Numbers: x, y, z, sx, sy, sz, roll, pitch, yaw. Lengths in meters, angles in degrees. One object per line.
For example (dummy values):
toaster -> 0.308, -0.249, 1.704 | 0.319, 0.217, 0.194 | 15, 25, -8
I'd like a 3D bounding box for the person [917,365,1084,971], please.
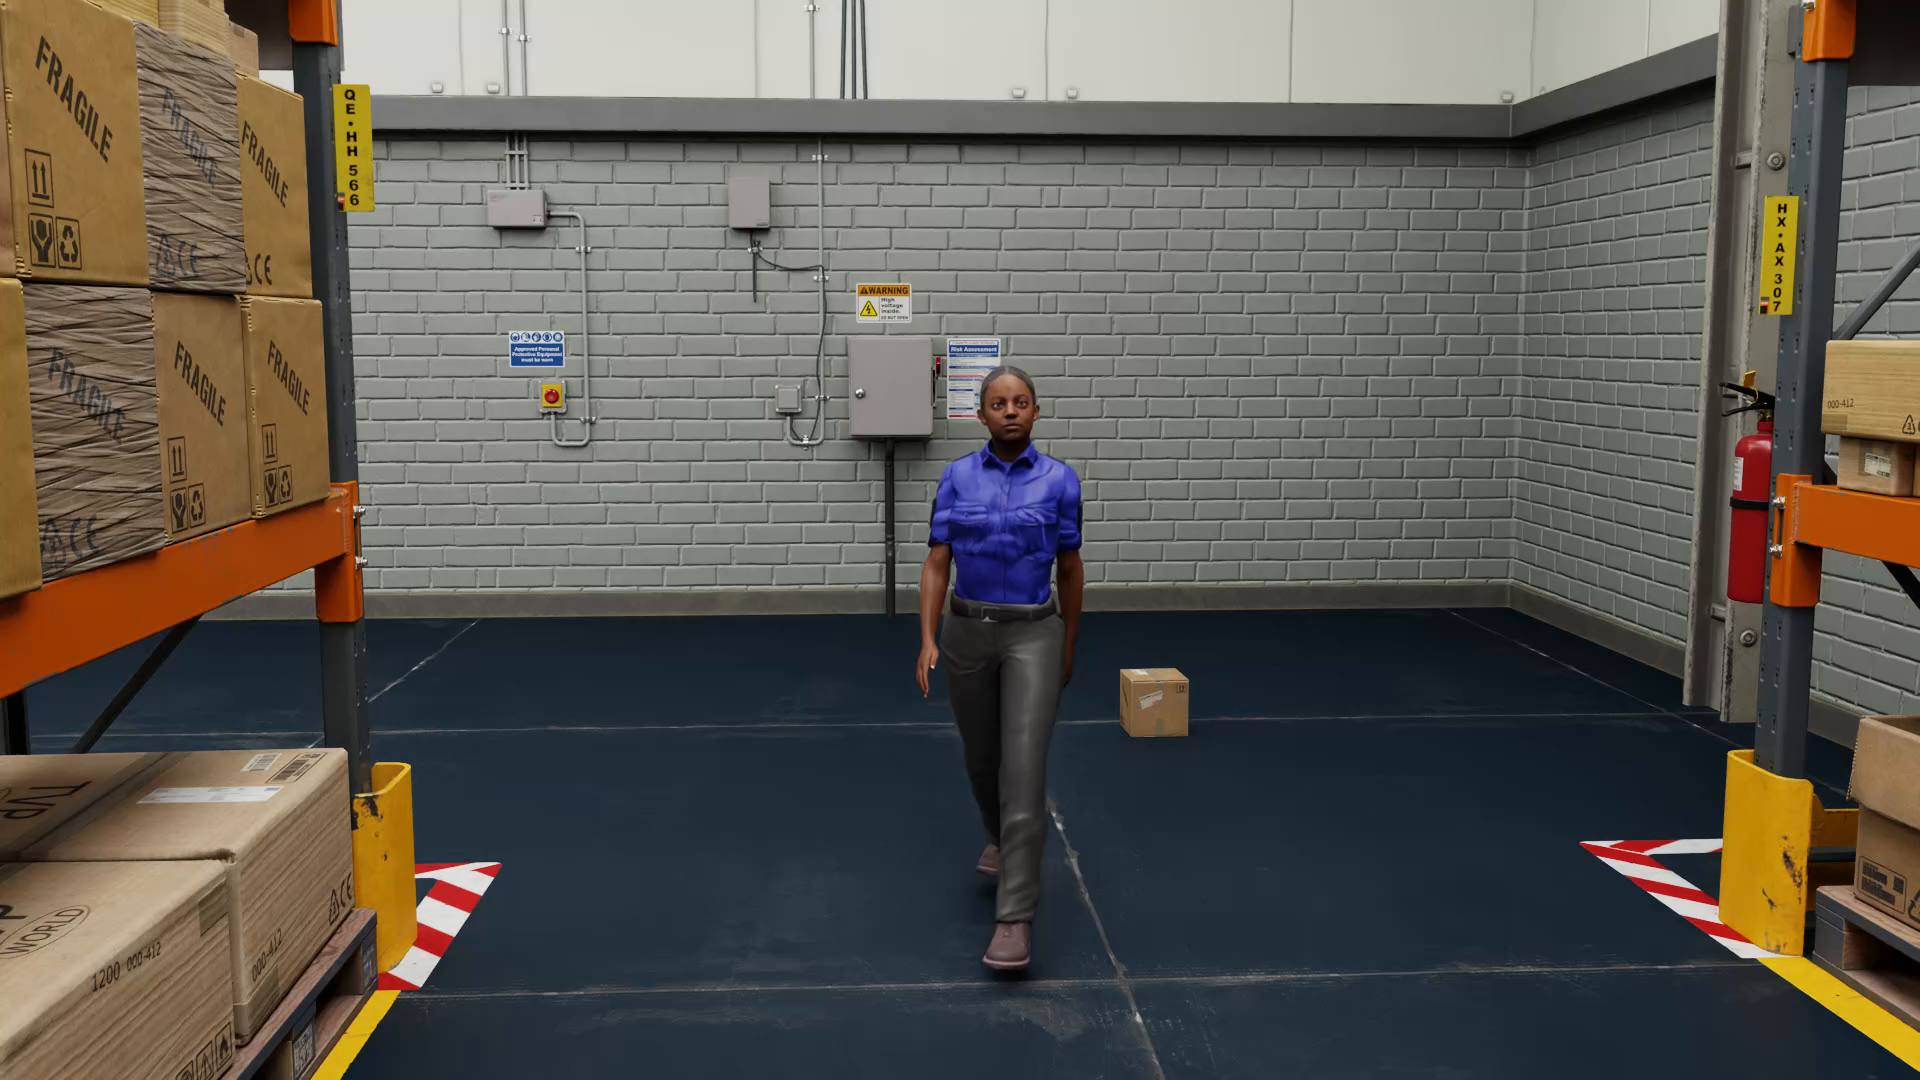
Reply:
person -> 0.110, 0.302, 4.759 | 0.442, 1.593, 0.991 | 2, 7, 13
